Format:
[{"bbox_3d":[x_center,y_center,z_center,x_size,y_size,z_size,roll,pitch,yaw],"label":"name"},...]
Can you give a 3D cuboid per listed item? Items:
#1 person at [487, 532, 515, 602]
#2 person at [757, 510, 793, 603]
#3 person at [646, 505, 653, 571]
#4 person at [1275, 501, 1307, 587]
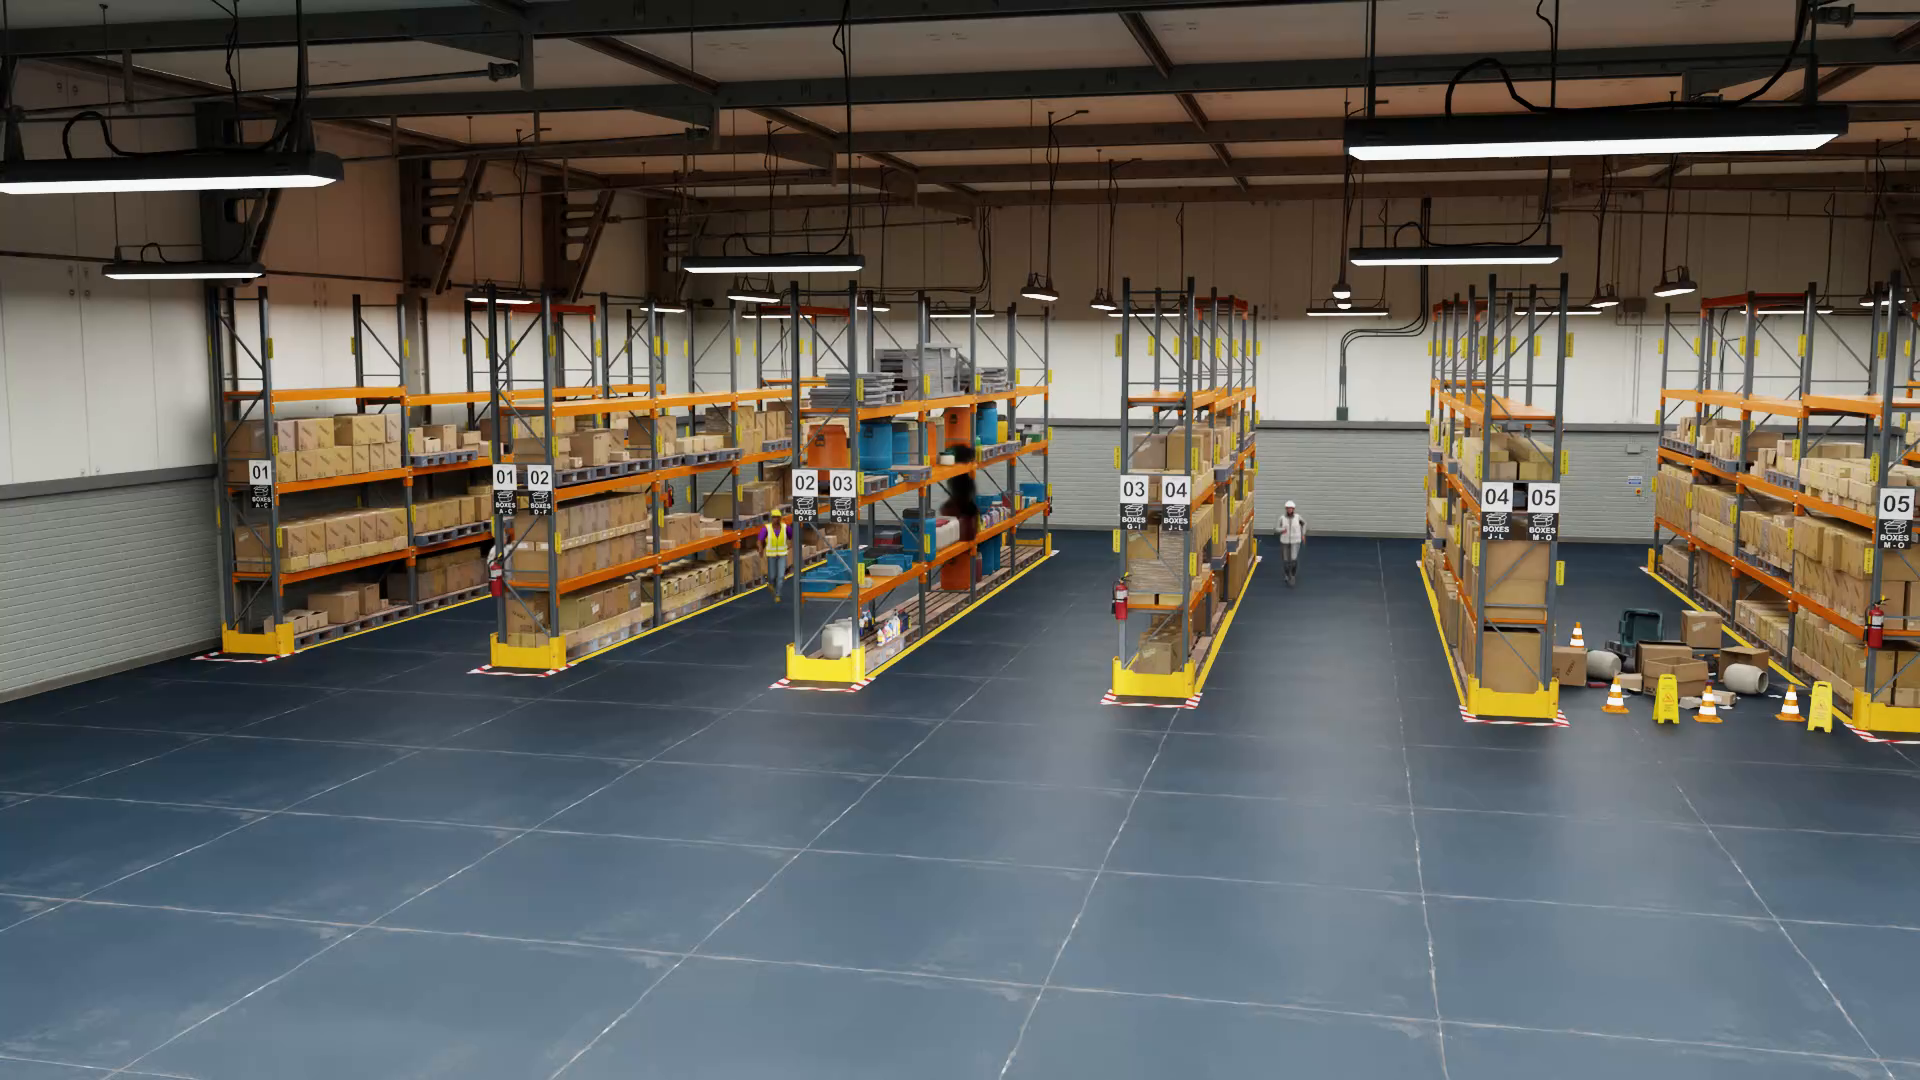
[{"bbox_3d":[-8.495,0.637,31.022,0.611,1.645,0.747,-1,7,-11],"label":"person"},{"bbox_3d":[-3.441,0.285,31.163,0.708,1.727,0.712,-1,7,-10],"label":"person"},{"bbox_3d":[-6.932,-0.026,36.864,0.587,1.563,0.878,0,7,-3],"label":"person"},{"bbox_3d":[7.009,0.076,35.297,0.634,1.825,0.832,2,7,16],"label":"person"}]
